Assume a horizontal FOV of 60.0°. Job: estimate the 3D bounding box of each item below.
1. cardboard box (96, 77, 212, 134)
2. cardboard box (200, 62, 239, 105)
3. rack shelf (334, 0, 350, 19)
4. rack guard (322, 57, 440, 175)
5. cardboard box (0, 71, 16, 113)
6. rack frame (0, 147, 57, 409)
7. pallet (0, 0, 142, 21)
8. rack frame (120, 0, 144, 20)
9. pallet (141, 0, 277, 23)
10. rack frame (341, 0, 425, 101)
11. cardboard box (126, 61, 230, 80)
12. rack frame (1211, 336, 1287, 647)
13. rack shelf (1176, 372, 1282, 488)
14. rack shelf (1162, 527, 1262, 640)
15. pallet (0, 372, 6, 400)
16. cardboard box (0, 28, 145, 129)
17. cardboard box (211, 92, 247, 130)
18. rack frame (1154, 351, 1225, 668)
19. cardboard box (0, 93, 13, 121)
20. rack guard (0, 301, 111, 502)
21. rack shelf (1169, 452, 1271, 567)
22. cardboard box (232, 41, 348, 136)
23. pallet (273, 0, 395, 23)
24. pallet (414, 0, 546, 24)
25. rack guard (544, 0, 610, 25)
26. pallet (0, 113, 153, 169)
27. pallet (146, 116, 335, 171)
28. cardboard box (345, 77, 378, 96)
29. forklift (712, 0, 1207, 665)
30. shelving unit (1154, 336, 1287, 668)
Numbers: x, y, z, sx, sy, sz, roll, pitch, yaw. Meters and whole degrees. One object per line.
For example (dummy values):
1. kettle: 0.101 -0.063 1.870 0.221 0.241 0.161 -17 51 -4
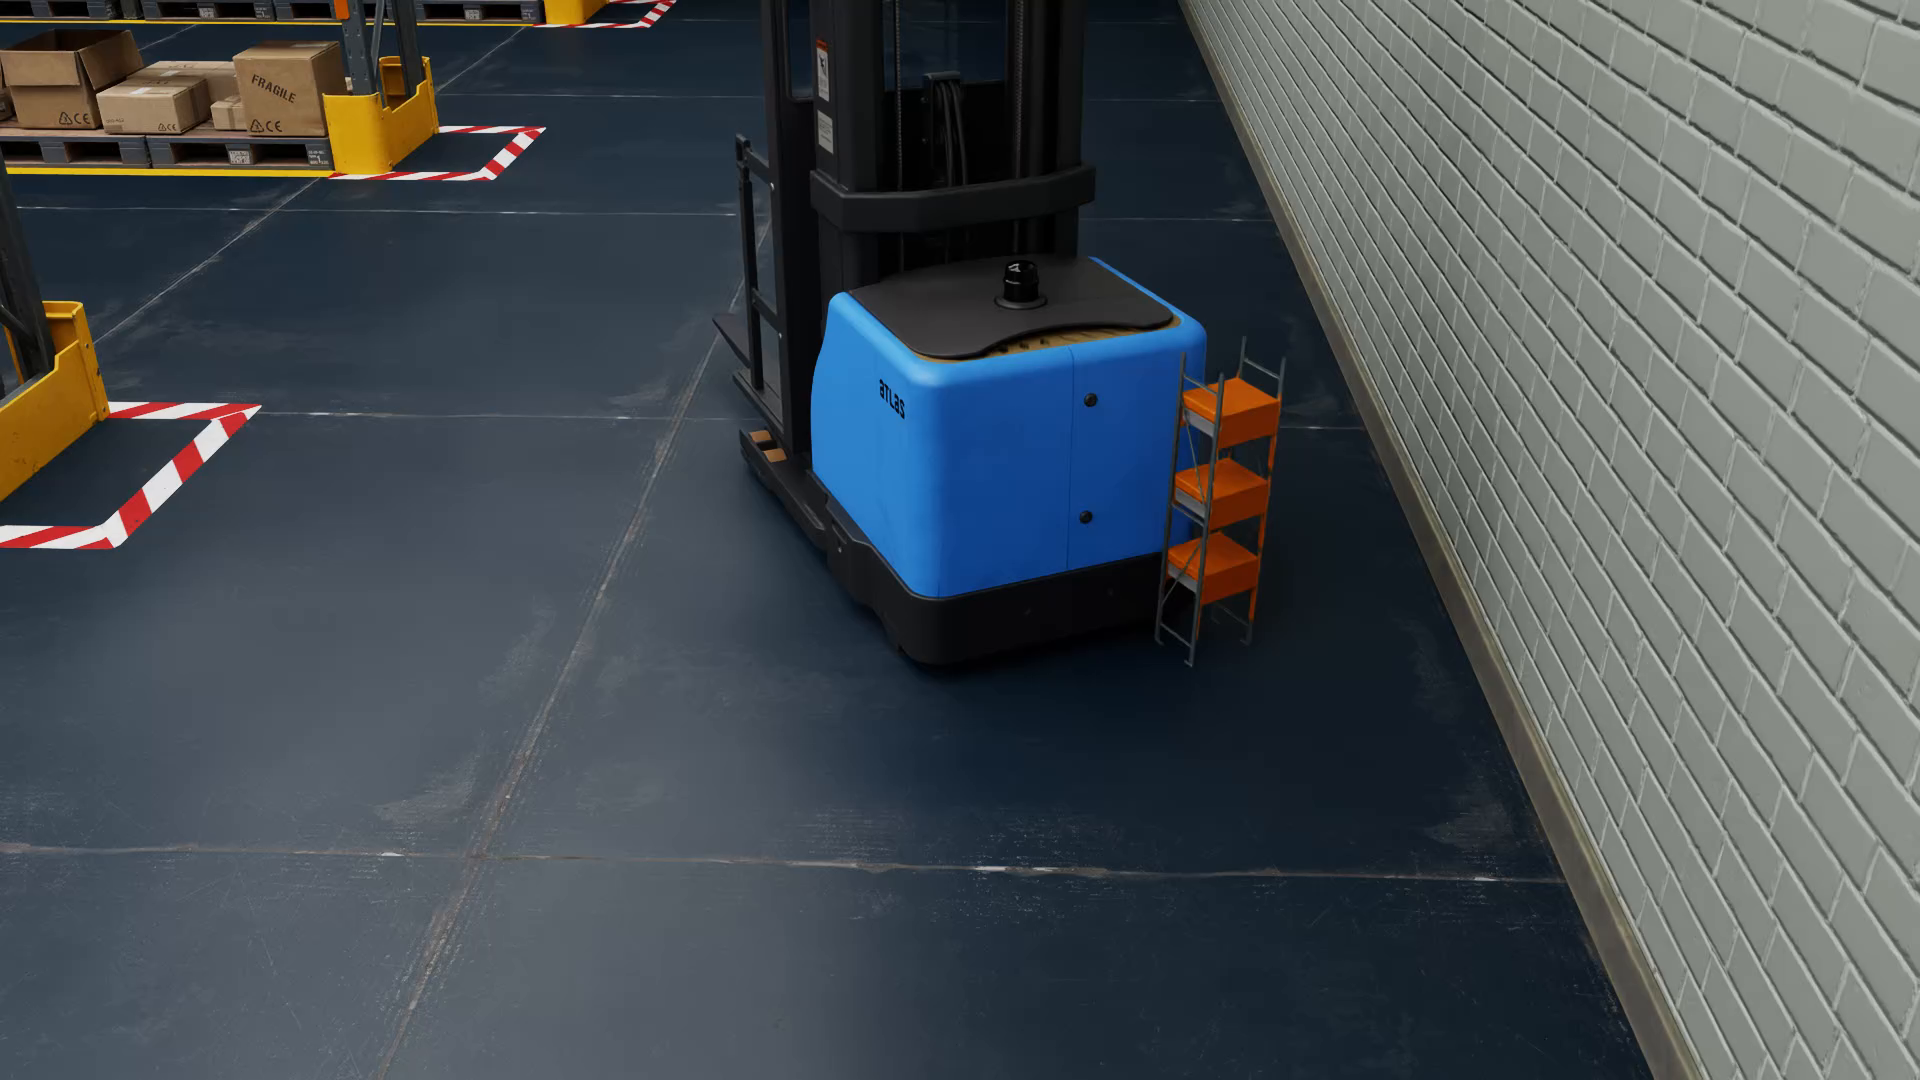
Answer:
1. cardboard box: -5.260 -2.846 10.881 0.500 0.250 0.500 1 28 2
2. cardboard box: -4.793 -3.072 11.309 0.500 0.250 0.500 1 28 2
3. rack shelf: -5.759 -3.658 10.716 4.000 0.370 1.077 1 28 2
4. rack guard: -3.836 -2.839 11.073 0.348 0.500 1.175 1 28 2
5. cardboard box: -6.429 -3.126 11.346 0.500 0.311 0.500 1 28 2
6. rack frame: -3.939 -1.624 6.111 0.127 3.000 1.000 1 28 2
7. pallet: -8.360 -5.073 15.594 1.213 0.211 1.003 1 28 2
8. rack frame: -7.586 -6.327 14.984 0.127 3.000 1.000 1 28 2
9. pallet: -6.829 -5.046 15.544 1.213 0.211 1.003 1 28 2
10. rack frame: -3.760 -3.943 10.485 0.127 3.000 1.000 1 28 2
11. cardboard box: -5.293 -3.080 11.324 0.500 0.250 0.500 1 28 2
12. rack frame: 0.928 -0.140 5.382 0.008 1.050 0.200 -17 35 -28
13. rack shelf: 0.830 -0.346 5.188 0.240 0.259 0.215 -17 35 -28
14. rack shelf: 0.819 0.140 5.470 0.240 0.259 0.215 -17 35 -28
15. pallet: -4.761 -0.424 6.824 1.213 0.211 1.003 1 28 2
16. cardboard box: -5.880 -3.072 11.037 0.637 0.503 0.797 1 28 2
17. cardboard box: -4.714 -2.828 10.937 0.250 0.166 0.380 1 28 2
18. rack frame: 0.721 -0.079 5.268 0.008 1.050 0.200 -17 35 -28
19. cardboard box: -6.481 -2.833 10.948 0.250 0.166 0.380 1 28 2
20. rack guard: -3.914 -0.525 6.707 0.348 0.500 1.175 1 28 2
21. rack shelf: 0.824 -0.100 5.330 0.240 0.259 0.215 -17 35 -28
22. cardboard box: -4.312 -2.926 10.767 0.500 0.500 0.500 1 28 2
23. pallet: -5.607 -5.027 15.508 1.213 0.211 1.003 1 28 2
24. pallet: -4.391 -5.006 15.468 1.213 0.211 1.003 1 28 2
25. rack guard: -3.565 -5.157 15.444 0.348 0.500 1.175 1 28 2
26. pallet: -5.849 -2.746 11.205 1.213 0.211 1.003 1 28 2
27. pallet: -4.633 -2.724 11.164 1.213 0.211 1.003 1 28 2
28. cardboard box: -4.166 -3.045 11.366 0.250 0.149 0.380 1 28 2
29. forklift: -0.247 -1.563 6.070 1.130 2.935 3.031 -11 30 -20
30. shelving unit: 0.825 -0.109 5.325 0.252 1.050 0.215 -17 35 -28
